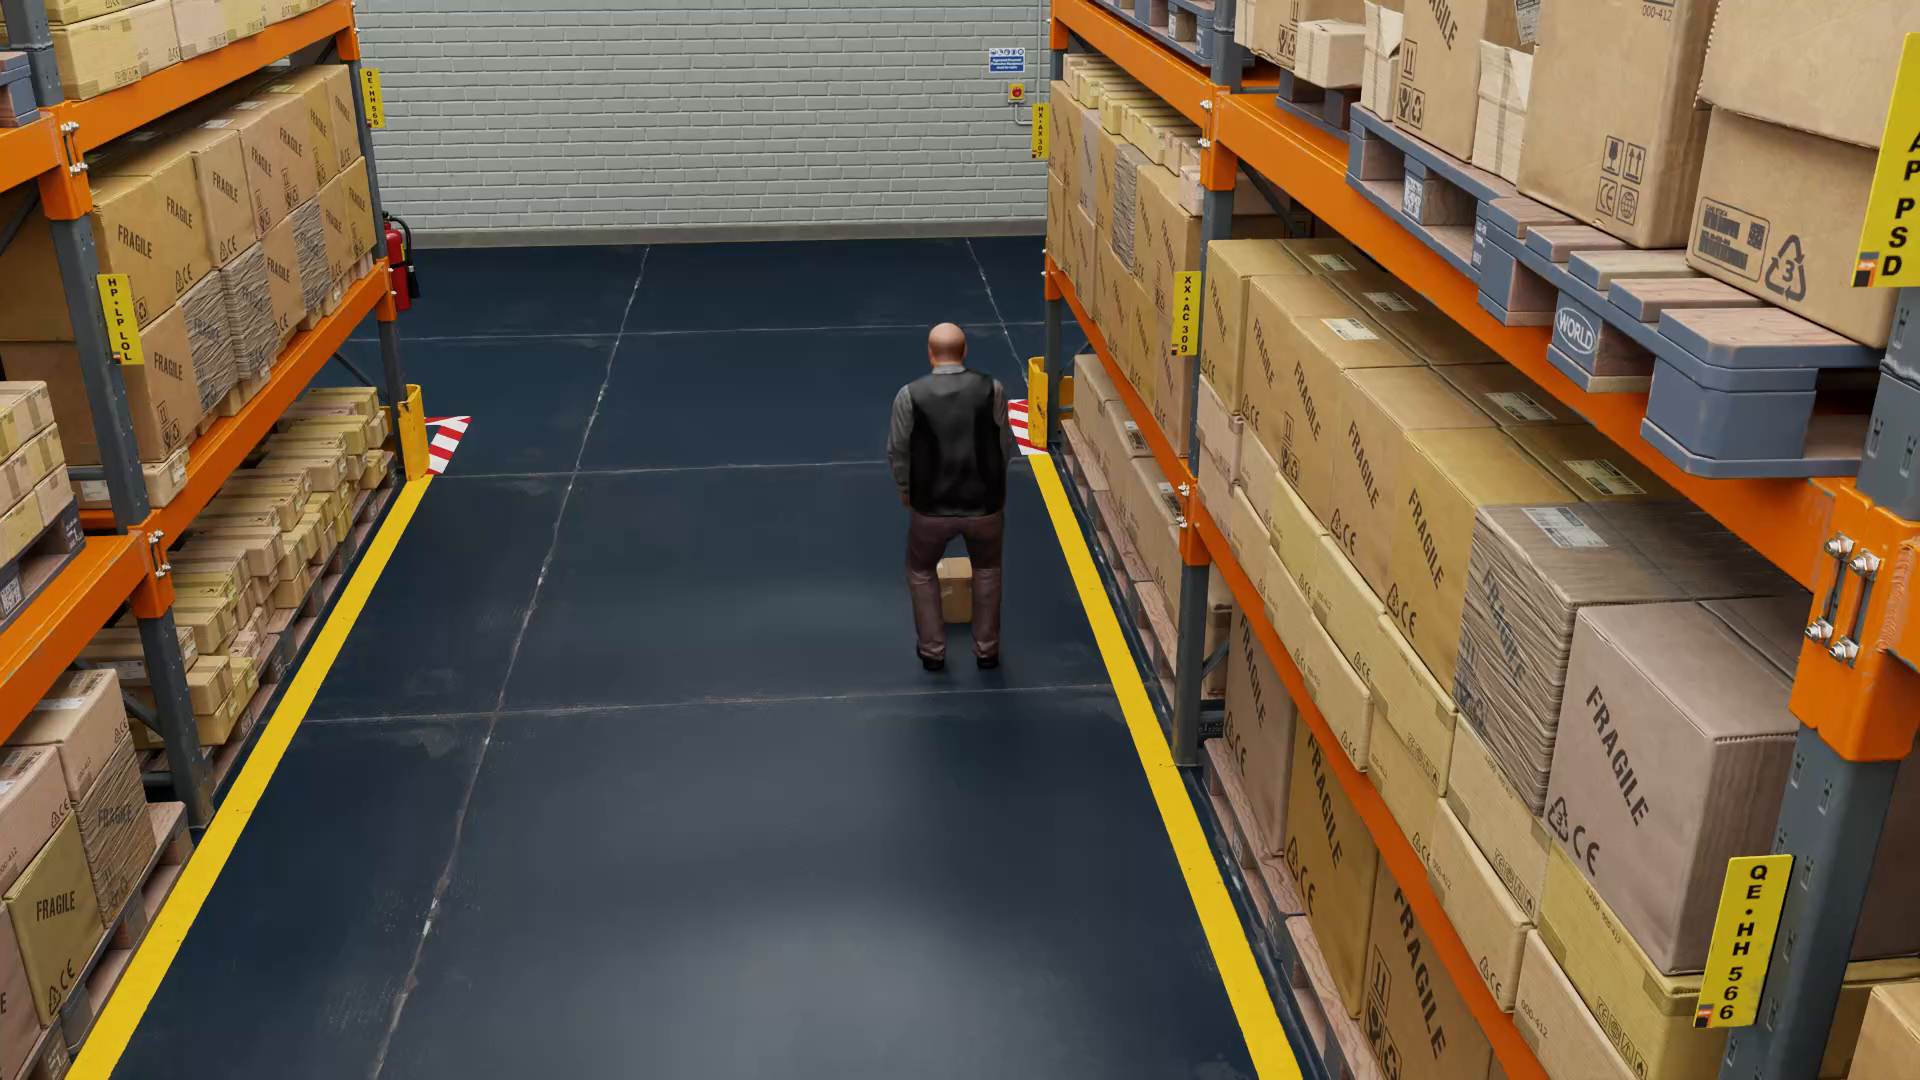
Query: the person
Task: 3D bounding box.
[{"bbox_3d":[-0.046,-0.171,7.670,0.574,1.614,0.509,-2,24,-4],"label":"person"}]
